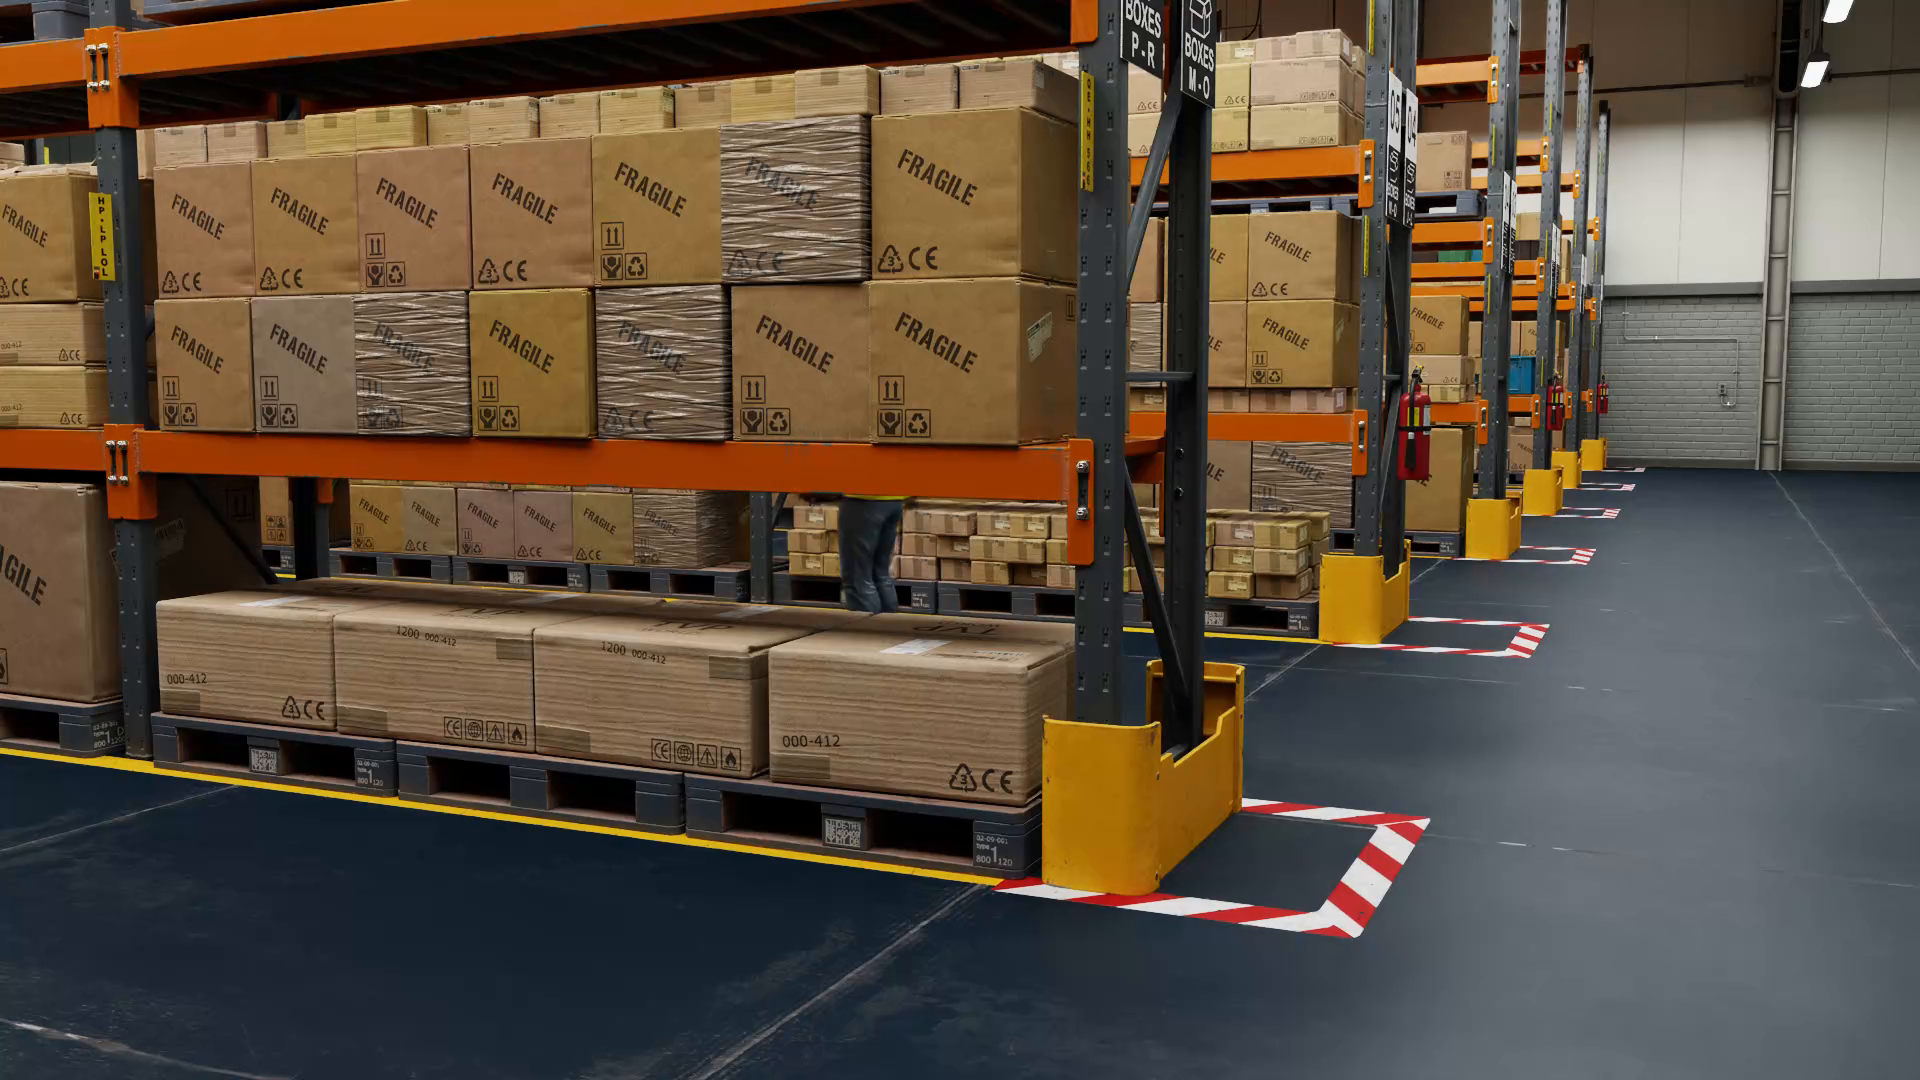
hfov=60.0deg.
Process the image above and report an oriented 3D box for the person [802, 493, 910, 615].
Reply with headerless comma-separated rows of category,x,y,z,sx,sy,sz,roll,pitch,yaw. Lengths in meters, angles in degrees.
person,-0.534,-0.204,8.526,0.575,1.767,0.510,3,6,26
